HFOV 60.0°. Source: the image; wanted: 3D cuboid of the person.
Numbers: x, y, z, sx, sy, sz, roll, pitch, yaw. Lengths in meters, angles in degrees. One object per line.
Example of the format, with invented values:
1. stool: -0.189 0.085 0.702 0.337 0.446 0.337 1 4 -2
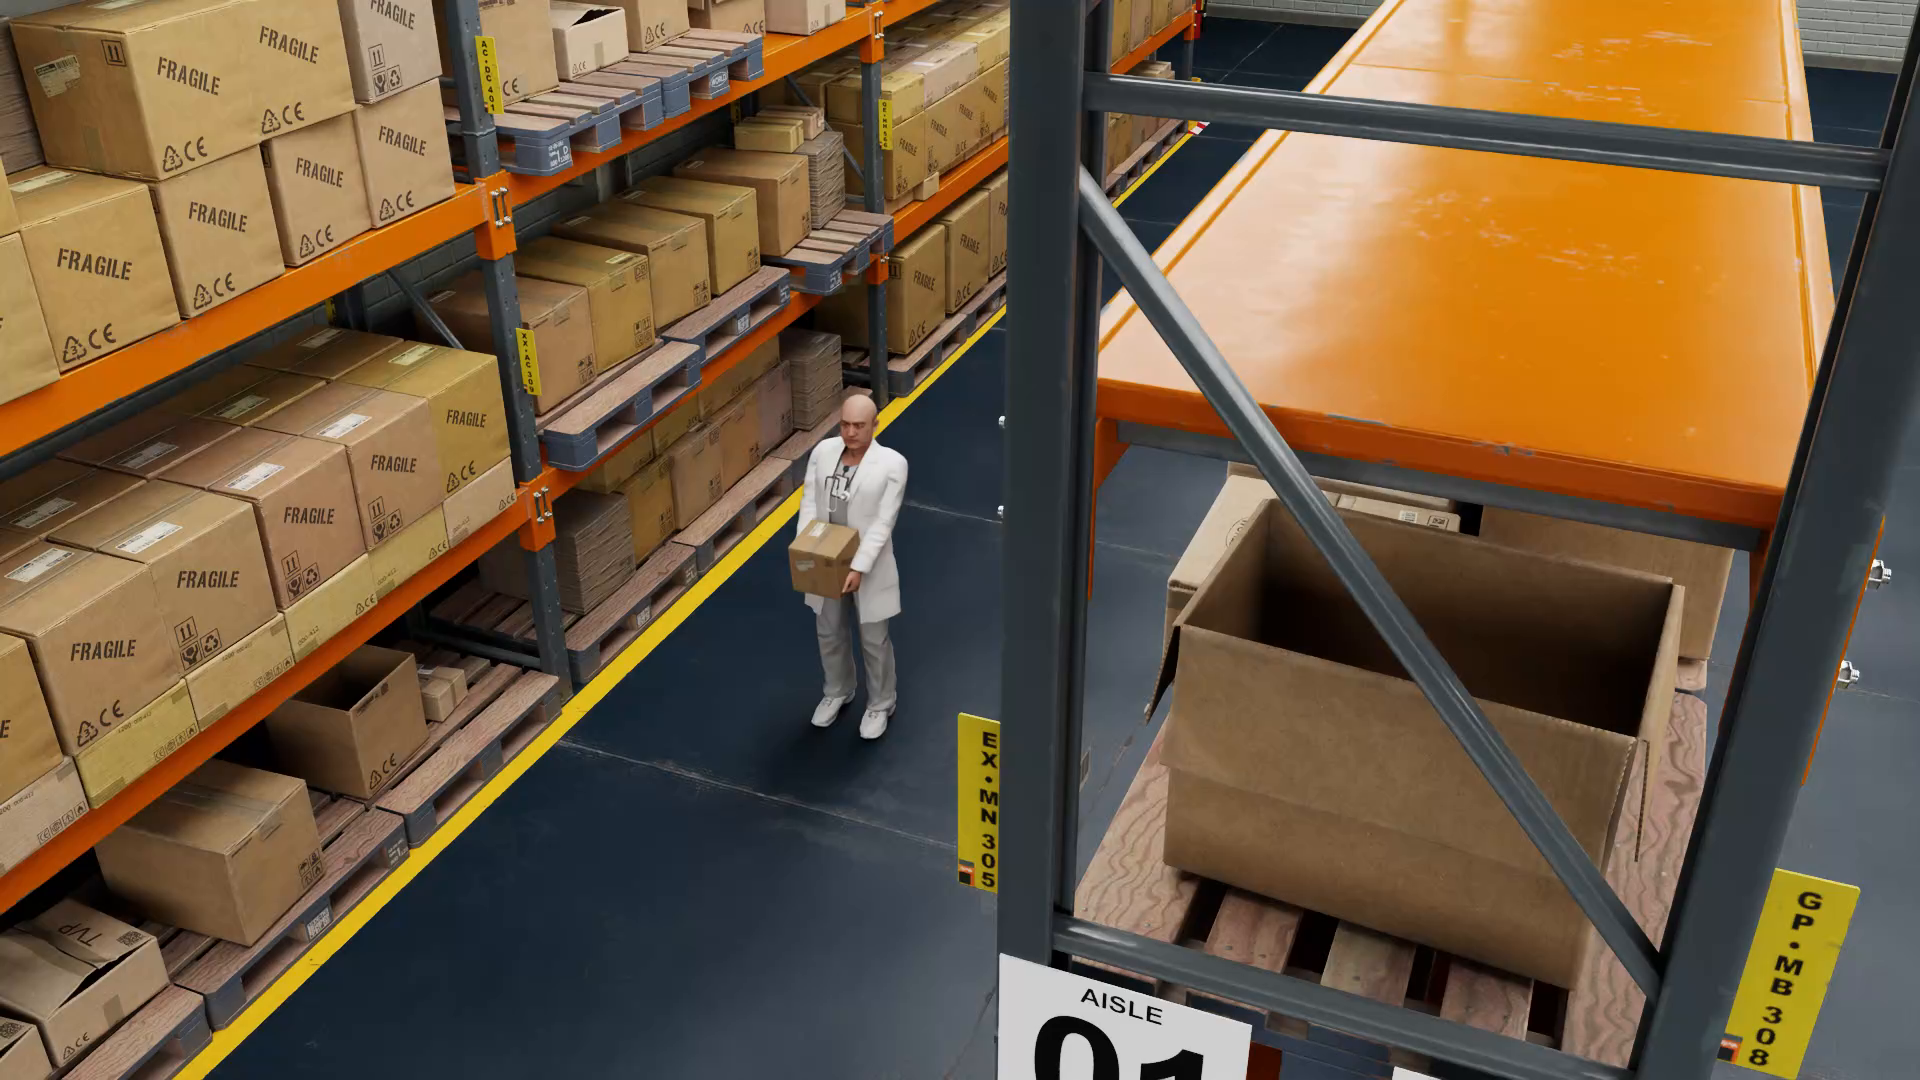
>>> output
1. person: -0.558 0.170 8.122 0.529 1.772 0.552 12 31 20
